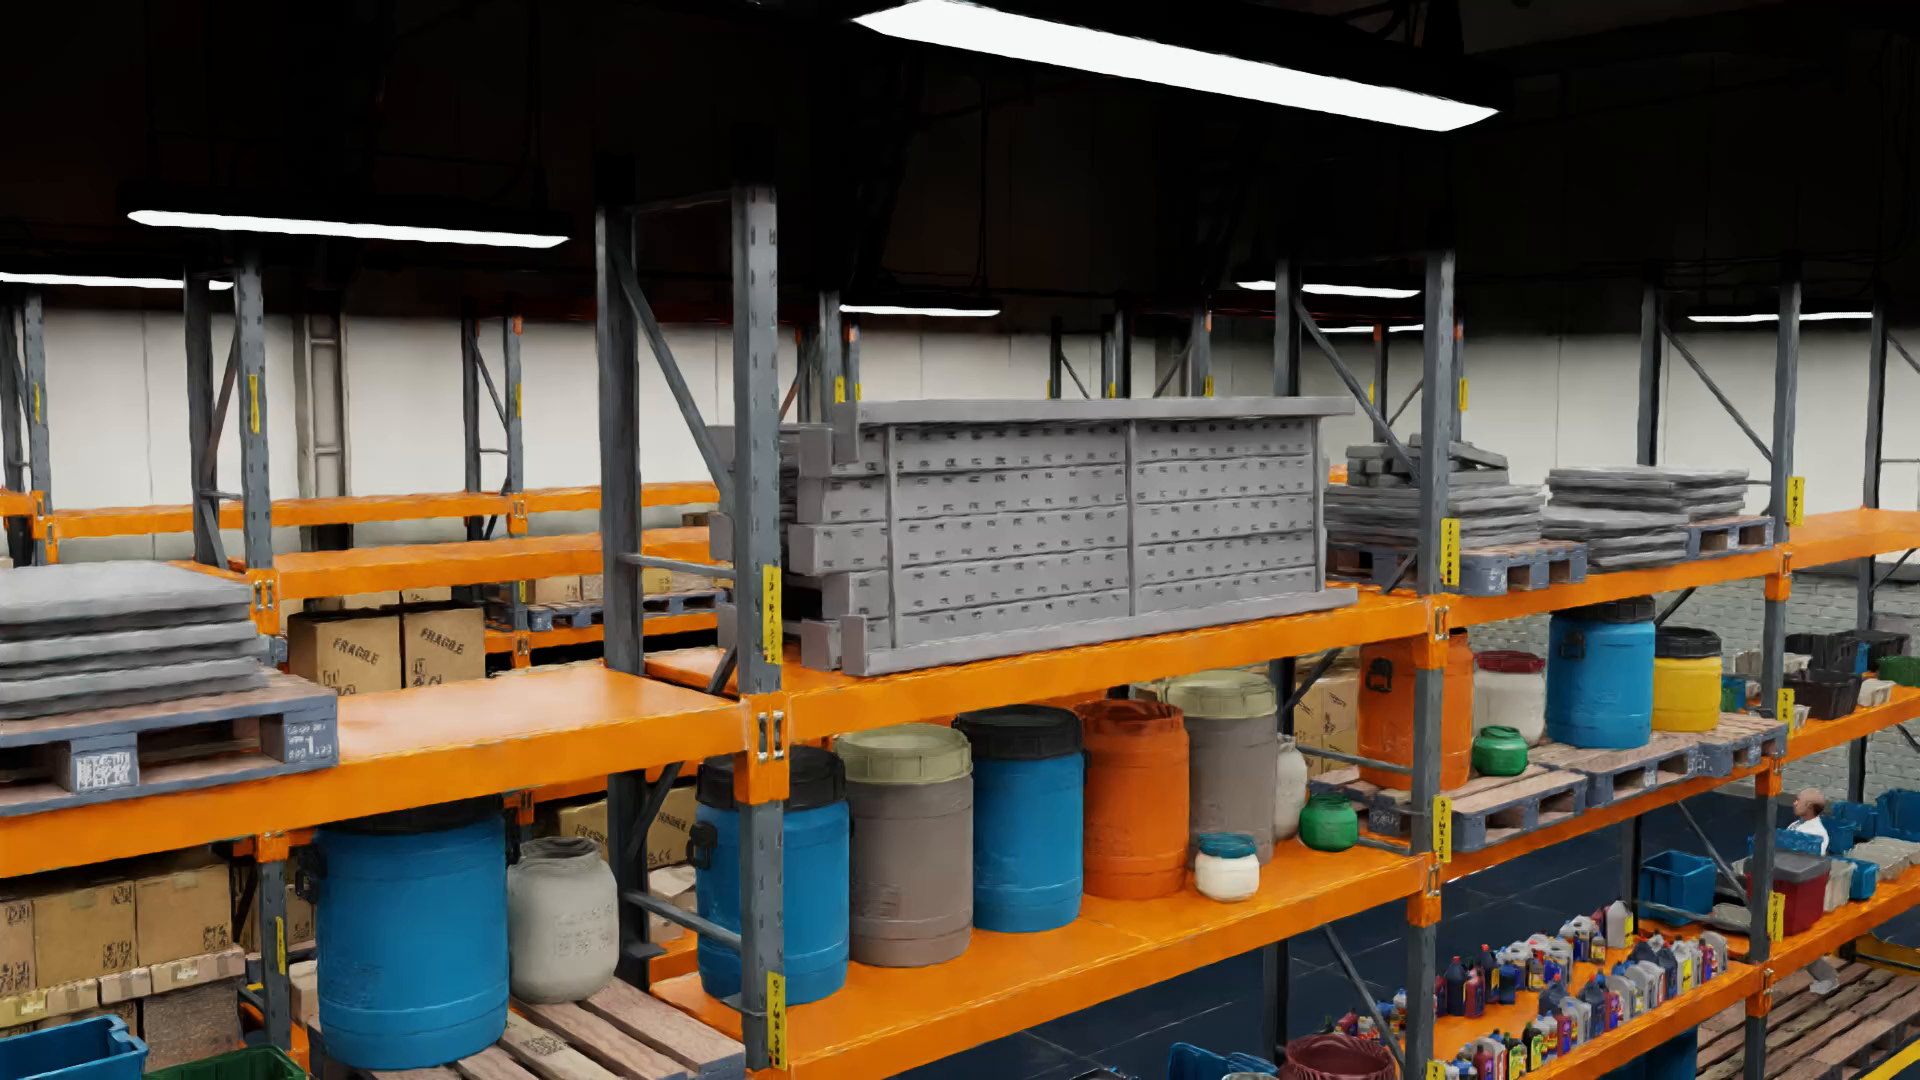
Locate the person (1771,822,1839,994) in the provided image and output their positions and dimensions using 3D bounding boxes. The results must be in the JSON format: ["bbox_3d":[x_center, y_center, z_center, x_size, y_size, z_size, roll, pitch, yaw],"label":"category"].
[{"bbox_3d":[6.960,3.061,13.795,0.586,1.532,0.740,1,5,9],"label":"person"}]
